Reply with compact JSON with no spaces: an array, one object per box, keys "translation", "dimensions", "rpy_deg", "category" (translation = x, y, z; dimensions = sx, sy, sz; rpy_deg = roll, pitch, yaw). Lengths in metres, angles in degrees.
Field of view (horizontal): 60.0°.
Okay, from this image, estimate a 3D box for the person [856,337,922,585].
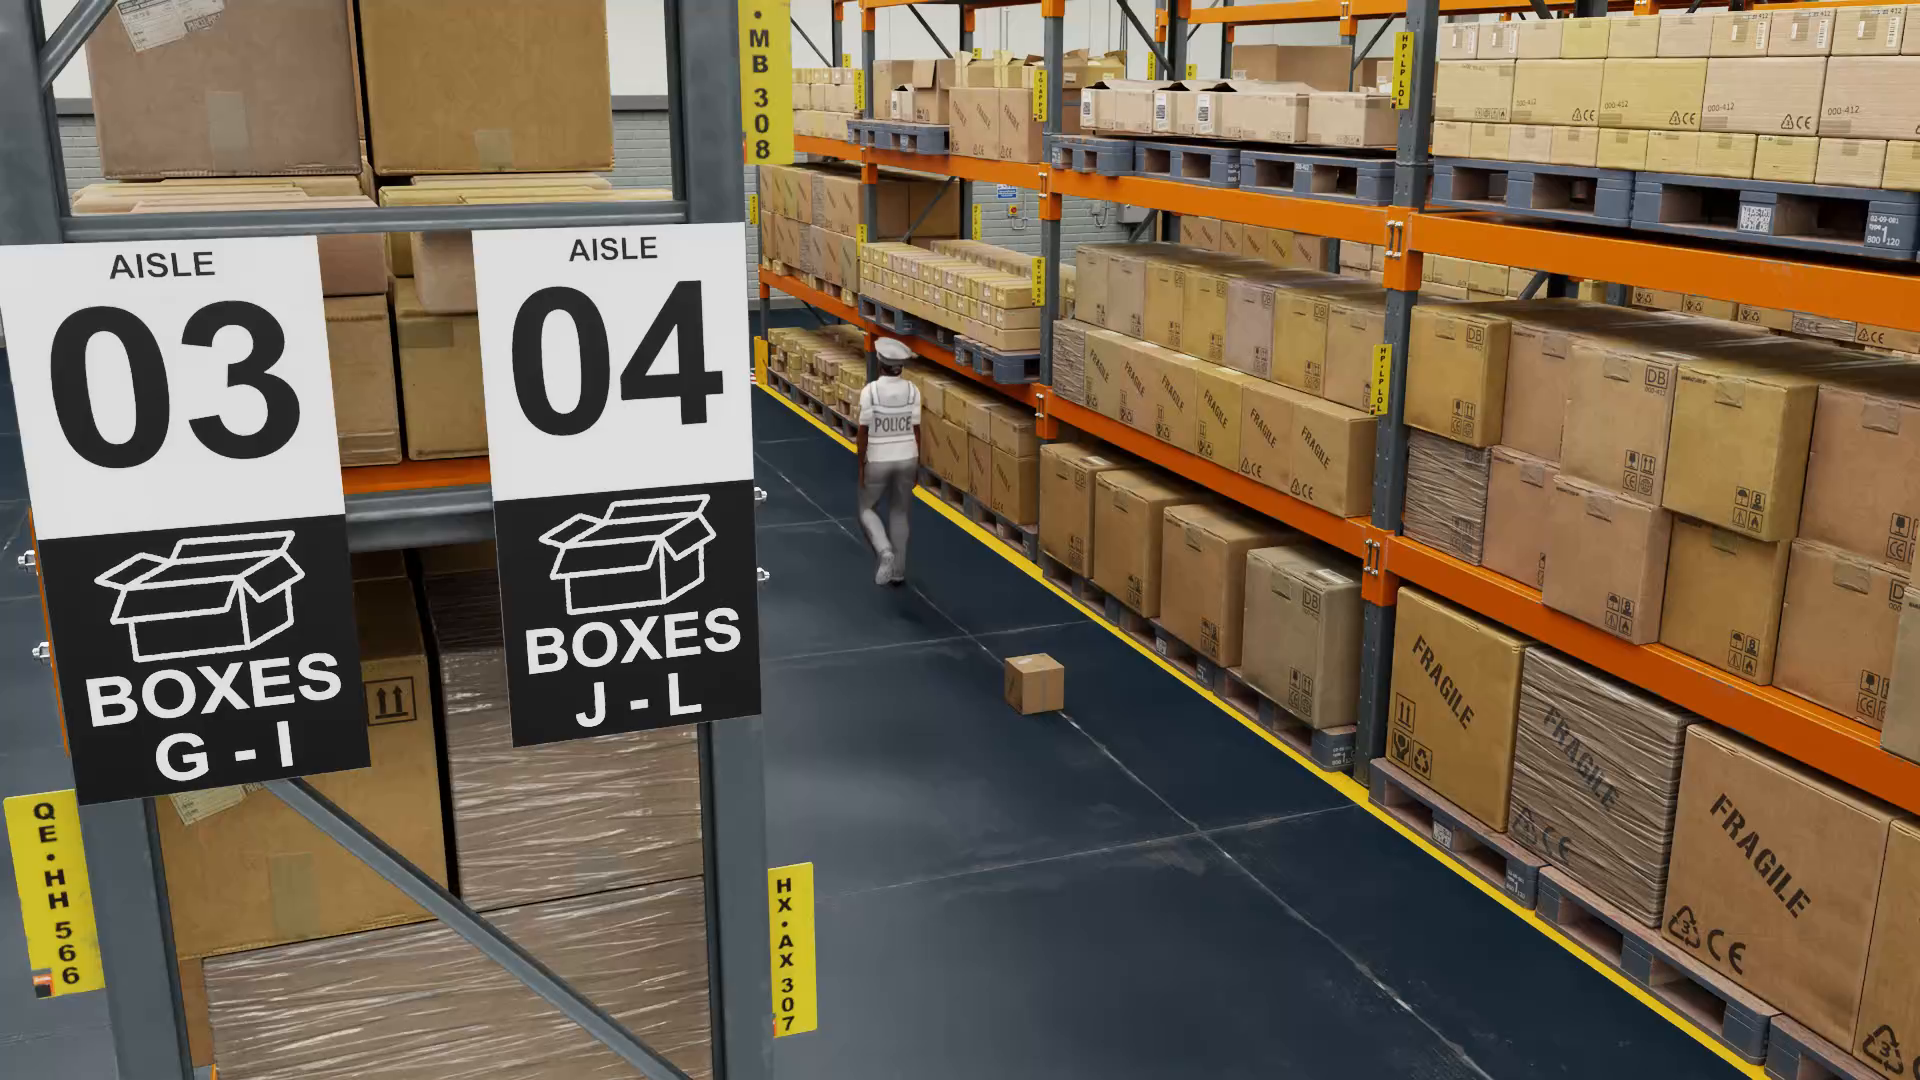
[{"translation":[-0.472,-0.519,11.228],"dimensions":[0.448,1.676,0.513],"rpy_deg":[-5,16,-17],"category":"person"}]
